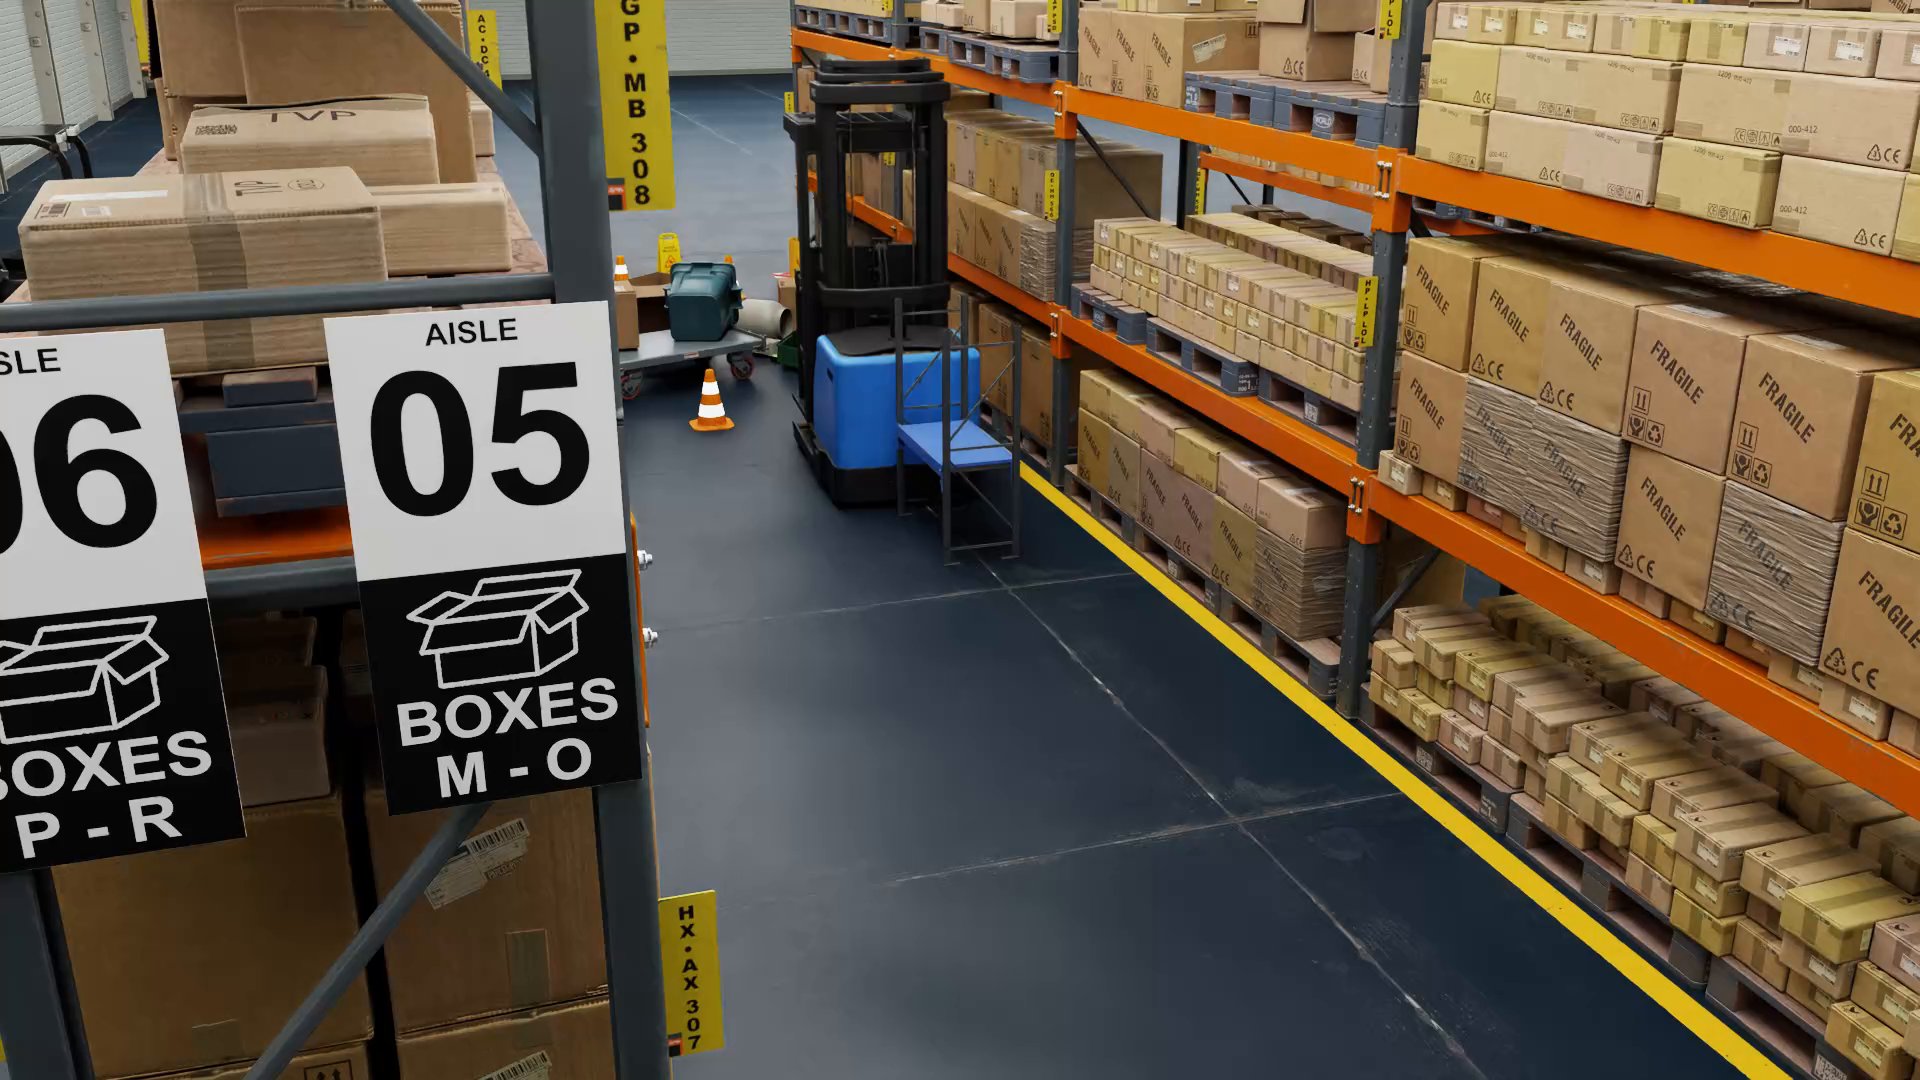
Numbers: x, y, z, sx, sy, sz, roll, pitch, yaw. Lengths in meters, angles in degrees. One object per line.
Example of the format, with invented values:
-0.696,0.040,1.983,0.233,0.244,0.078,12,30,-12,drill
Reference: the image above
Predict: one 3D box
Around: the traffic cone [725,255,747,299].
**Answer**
-2.546,-2.907,18.325,0.336,0.463,0.334,-6,21,-17,traffic cone

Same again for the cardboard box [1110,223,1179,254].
1.198,-1.959,10.804,0.380,0.149,0.250,-7,21,-19,cardboard box

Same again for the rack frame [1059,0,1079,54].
1.149,-4.678,10.629,1.000,3.000,0.127,-6,21,-17,rack frame

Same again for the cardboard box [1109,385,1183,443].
1.296,-0.819,10.727,0.500,0.250,0.500,-7,21,-18,cardboard box

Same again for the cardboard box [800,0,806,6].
-1.481,-5.734,17.609,0.380,0.149,0.250,-6,21,-17,cardboard box

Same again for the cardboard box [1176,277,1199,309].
1.517,-1.485,9.923,0.380,0.149,0.250,-7,21,-18,cardboard box

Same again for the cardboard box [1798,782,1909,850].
3.428,1.041,6.296,0.380,0.149,0.250,-6,20,-15,cardboard box

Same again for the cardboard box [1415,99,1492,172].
2.301,-1.736,7.096,0.500,0.250,0.500,-5,20,-14,cardboard box

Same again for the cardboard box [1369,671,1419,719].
2.216,0.724,8.060,0.380,0.149,0.250,-7,21,-20,cardboard box

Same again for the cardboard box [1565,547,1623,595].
2.645,0.090,6.600,0.380,0.149,0.250,-5,20,-15,cardboard box

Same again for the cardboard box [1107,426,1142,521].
1.291,-0.461,10.839,0.500,0.500,0.500,-6,21,-17,cardboard box

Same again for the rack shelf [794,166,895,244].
-0.737,-3.442,17.125,1.077,0.370,4.000,-6,21,-17,rack shelf

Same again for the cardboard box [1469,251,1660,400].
2.494,-0.893,6.899,0.500,0.500,0.500,-7,21,-19,cardboard box

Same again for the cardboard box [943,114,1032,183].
0.217,-3.332,14.130,0.700,0.500,0.500,-7,21,-18,cardboard box

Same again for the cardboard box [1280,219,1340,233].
3.955,-3.344,18.867,0.500,0.500,0.500,-4,20,-12,cardboard box

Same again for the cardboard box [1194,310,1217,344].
1.597,-1.260,9.738,0.380,0.149,0.250,-7,21,-19,cardboard box

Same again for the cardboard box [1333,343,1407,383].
2.094,-0.897,8.287,0.380,0.149,0.250,-6,21,-16,cardboard box

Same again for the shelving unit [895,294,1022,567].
-0.027,-0.733,10.739,0.538,1.500,1.048,-6,21,-17,shelving unit

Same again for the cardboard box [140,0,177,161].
-2.275,-1.505,5.315,0.500,0.500,0.500,-6,21,-16,cardboard box

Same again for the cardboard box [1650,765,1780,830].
2.894,1.011,6.381,0.380,0.149,0.250,-7,21,-19,cardboard box

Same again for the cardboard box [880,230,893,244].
-0.239,-2.545,16.087,0.875,0.875,0.875,-6,21,-16,cardboard box

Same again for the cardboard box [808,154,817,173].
-1.206,-4.378,18.447,0.875,0.550,0.550,-6,21,-17,cardboard box

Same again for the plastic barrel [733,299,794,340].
-1.921,-2.127,16.212,0.512,0.421,0.421,8,21,20,plastic barrel

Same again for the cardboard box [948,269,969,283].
0.172,-2.088,14.998,1.050,0.750,0.750,-6,21,-17,cardboard box

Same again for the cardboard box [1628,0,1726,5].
5.502,-4.170,12.764,0.500,0.500,0.500,-6,21,-16,cardboard box

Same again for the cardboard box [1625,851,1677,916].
2.826,1.301,6.452,0.380,0.149,0.250,-6,21,-16,cardboard box

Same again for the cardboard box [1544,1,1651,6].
2.765,-2.264,7.237,0.380,0.149,0.250,-7,21,-20,cardboard box

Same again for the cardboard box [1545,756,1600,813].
2.658,0.995,6.866,0.380,0.149,0.250,-7,21,-18,cardboard box

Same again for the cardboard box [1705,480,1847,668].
2.953,0.081,5.665,0.500,0.500,0.500,-6,21,-17,cardboard box

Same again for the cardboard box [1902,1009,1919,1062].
3.227,1.578,5.243,0.380,0.149,0.250,-7,21,-19,cardboard box

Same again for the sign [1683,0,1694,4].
5.374,-3.947,12.267,0.100,0.325,0.005,-6,21,-17,sign

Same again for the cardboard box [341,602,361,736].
-1.726,0.300,4.016,0.500,0.500,0.500,-6,21,-17,cardboard box

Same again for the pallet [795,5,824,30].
-1.122,-5.555,17.639,1.003,0.211,1.213,-6,21,-17,pallet

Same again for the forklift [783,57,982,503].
-0.687,-2.099,12.423,1.130,2.935,3.031,-5,20,-13,forklift

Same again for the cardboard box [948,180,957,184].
-0.039,-2.826,14.199,0.500,0.500,0.500,-6,21,-17,cardboard box

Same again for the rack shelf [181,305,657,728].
-1.632,-0.444,4.342,1.077,0.370,4.000,-6,21,-17,rack shelf

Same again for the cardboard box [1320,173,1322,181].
4.057,-3.883,17.661,0.380,0.149,0.250,-6,21,-17,cardboard box

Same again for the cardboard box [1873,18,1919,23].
3.318,-1.681,5.615,0.380,0.149,0.250,-6,21,-15,cardboard box

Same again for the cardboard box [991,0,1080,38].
0.536,-3.773,11.908,0.500,0.311,0.500,-6,21,-17,cardboard box

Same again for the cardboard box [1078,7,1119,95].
1.076,-3.102,10.530,0.500,0.500,0.500,-6,21,-17,cardboard box

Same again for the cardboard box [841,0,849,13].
-0.928,-5.168,16.033,0.380,0.149,0.250,-7,21,-18,cardboard box

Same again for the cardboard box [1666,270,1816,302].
3.126,-0.776,6.571,0.500,0.500,0.500,-6,21,-16,cardboard box

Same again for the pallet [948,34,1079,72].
0.542,-3.737,12.726,1.003,0.211,1.213,-5,20,-15,pallet

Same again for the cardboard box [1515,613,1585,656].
2.883,0.457,7.922,0.380,0.149,0.250,-6,21,-17,cardboard box

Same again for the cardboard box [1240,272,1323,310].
1.774,-1.371,9.167,0.380,0.149,0.250,-7,21,-19,cardboard box

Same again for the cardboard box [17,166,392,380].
-1.231,-0.450,2.747,0.500,0.250,0.500,-8,21,-22,cardboard box

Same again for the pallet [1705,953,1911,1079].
3.418,1.736,5.771,1.003,0.211,1.213,-6,21,-17,pallet

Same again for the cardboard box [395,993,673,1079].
-0.882,1.039,3.438,0.500,0.500,0.500,-7,21,-18,cardboard box

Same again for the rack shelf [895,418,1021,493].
-0.027,-0.564,10.800,0.538,0.185,1.000,-6,21,-17,rack shelf

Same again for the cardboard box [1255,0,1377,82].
2.046,-2.739,8.893,0.797,0.503,0.637,-7,21,-18,cardboard box

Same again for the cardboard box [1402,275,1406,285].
2.472,-1.358,9.129,0.380,0.149,0.250,-7,21,-18,cardboard box

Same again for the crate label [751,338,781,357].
-1.839,-1.835,15.824,0.250,0.136,0.298,12,23,30,crate label

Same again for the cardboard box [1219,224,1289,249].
1.898,-1.941,10.752,0.380,0.149,0.250,-6,21,-16,cardboard box

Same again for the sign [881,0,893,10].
-0.634,-4.771,14.443,0.100,0.325,0.005,-6,21,-17,sign

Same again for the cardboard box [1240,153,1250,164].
3.461,-4.439,19.211,0.380,0.149,0.250,-6,21,-17,cardboard box

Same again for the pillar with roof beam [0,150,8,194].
-11.065,-10.148,25.856,9.100,9.000,0.400,-6,21,-17,pillar with roof beam

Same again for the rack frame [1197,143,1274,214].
3.375,-4.917,20.167,1.000,3.000,0.127,-6,21,-17,rack frame

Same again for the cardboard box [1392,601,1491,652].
2.318,0.426,8.010,0.380,0.149,0.250,-6,20,-15,cardboard box
